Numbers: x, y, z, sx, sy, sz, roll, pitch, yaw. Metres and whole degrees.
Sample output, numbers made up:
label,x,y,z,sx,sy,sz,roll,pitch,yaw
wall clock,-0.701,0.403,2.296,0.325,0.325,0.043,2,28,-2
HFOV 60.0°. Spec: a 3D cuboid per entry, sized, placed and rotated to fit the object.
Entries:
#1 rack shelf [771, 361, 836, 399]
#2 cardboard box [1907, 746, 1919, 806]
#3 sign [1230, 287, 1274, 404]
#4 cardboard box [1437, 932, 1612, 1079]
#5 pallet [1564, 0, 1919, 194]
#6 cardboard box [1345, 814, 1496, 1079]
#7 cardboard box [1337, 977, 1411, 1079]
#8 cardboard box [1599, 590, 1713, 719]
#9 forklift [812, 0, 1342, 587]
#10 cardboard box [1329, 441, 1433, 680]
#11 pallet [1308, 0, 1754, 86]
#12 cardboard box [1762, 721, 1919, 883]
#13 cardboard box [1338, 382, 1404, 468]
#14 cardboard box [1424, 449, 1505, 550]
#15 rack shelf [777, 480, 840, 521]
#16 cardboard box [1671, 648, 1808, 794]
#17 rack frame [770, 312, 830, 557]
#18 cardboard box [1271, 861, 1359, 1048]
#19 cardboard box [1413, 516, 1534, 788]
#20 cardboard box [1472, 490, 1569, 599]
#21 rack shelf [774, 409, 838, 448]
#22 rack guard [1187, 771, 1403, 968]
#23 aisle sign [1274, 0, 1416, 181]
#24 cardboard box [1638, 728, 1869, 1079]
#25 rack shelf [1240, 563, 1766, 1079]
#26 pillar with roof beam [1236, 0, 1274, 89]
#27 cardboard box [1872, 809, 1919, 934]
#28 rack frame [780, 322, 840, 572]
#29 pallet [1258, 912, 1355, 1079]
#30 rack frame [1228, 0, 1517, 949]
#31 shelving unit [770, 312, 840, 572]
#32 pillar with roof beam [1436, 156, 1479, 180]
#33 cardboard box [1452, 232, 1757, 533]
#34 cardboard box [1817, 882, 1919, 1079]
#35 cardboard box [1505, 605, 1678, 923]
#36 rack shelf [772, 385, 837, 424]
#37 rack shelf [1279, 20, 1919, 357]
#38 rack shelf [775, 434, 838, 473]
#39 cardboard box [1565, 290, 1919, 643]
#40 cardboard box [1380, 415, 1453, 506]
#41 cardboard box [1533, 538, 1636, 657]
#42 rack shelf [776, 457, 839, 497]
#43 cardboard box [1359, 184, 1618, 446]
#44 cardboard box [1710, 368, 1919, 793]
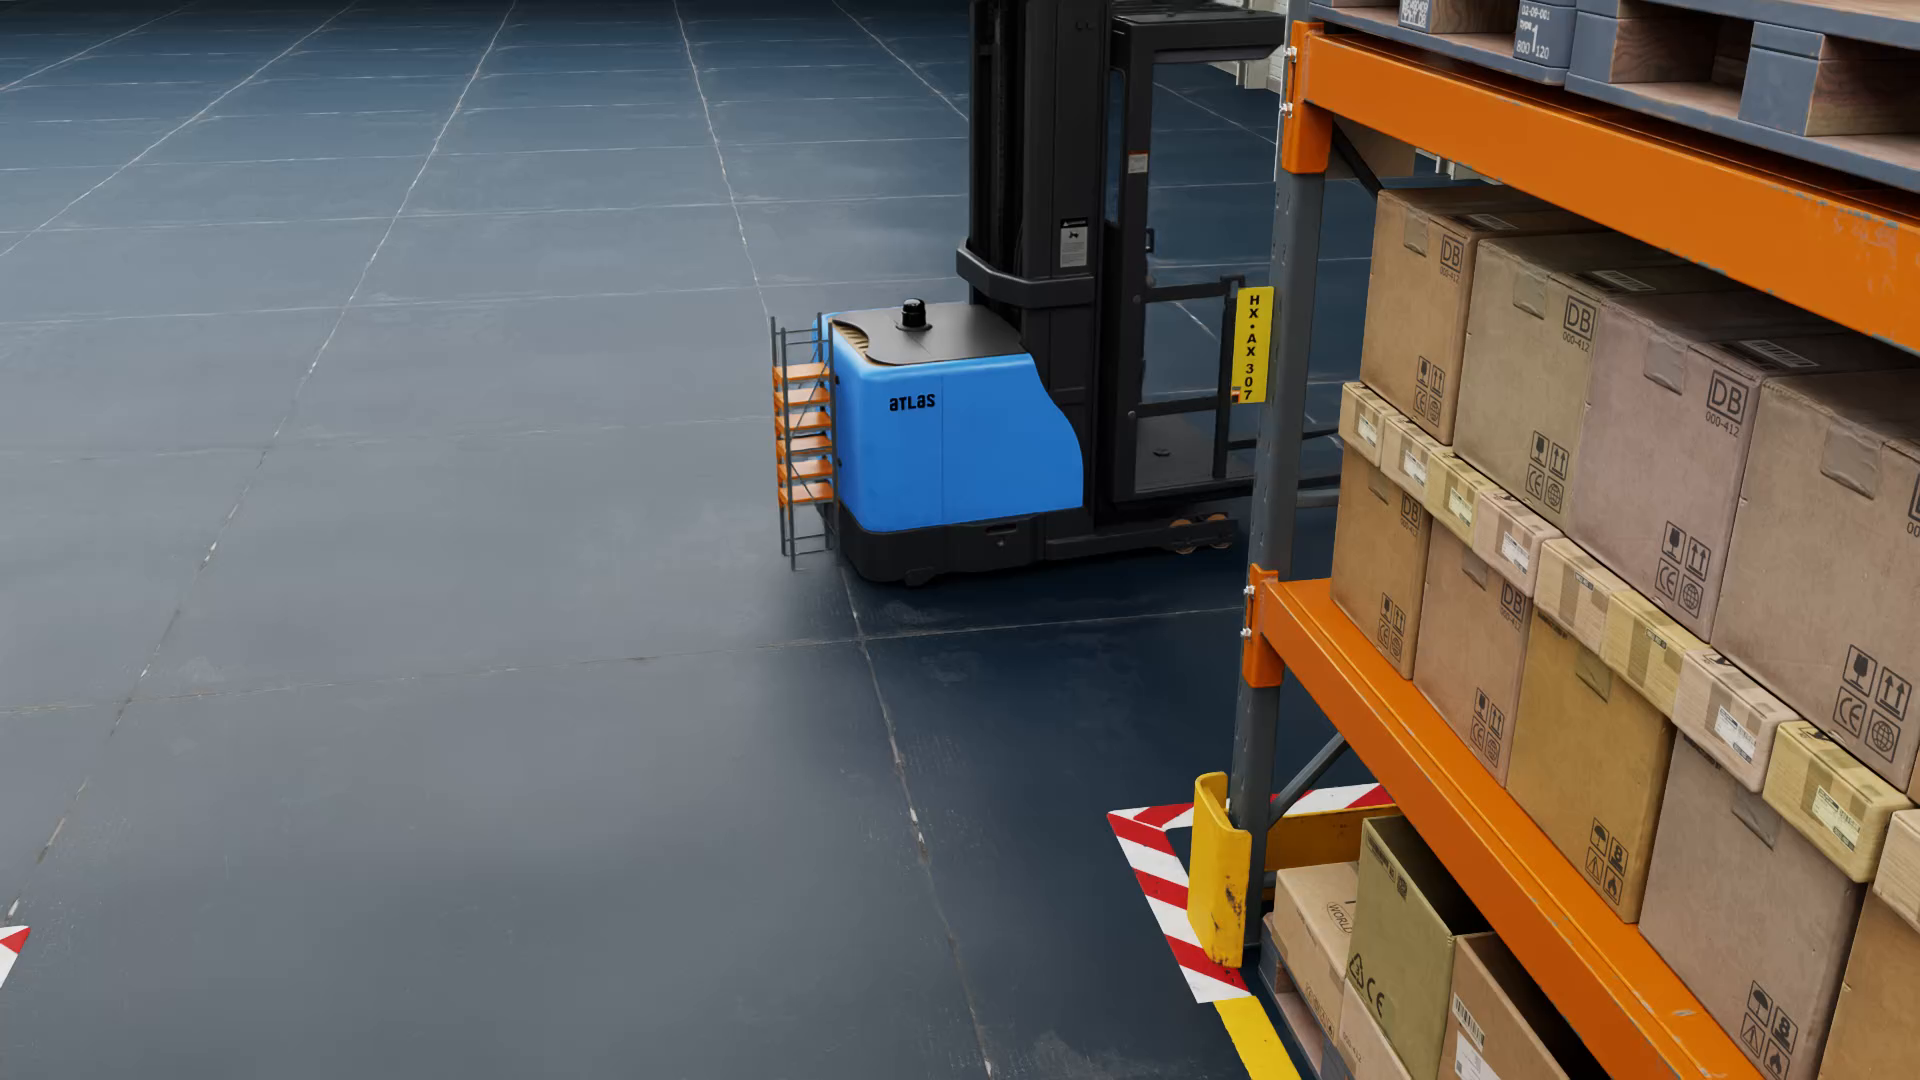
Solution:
label,x,y,z,sx,sy,sz,roll,pitch,yaw
rack shelf,-0.720,-0.739,7.654,0.258,0.103,0.180,-8,25,-18
cardboard box,1.807,0.228,2.234,0.700,0.500,0.500,-4,24,-10
sign,0.796,-0.529,4.534,0.100,0.325,0.005,-4,24,-10
cardboard box,1.422,1.209,3.709,0.500,0.500,0.500,-4,24,-10
pallet,1.676,-0.708,2.487,1.003,0.211,1.213,-4,24,-10
cardboard box,1.317,1.013,4.157,0.500,0.500,0.500,-4,24,-10
cardboard box,1.319,1.356,4.307,0.500,0.250,0.500,-4,24,-10
cardboard box,1.443,0.199,3.112,0.380,0.149,0.250,-5,24,-10
forklift,0.843,-1.466,7.946,3.031,2.935,1.130,-8,25,-17
cardboard box,1.416,0.004,4.369,0.700,0.500,0.500,-4,24,-10
pallet,1.447,-1.189,3.588,1.003,0.211,1.213,-4,24,-10
cardboard box,1.536,0.400,2.650,0.380,0.149,0.250,-4,24,-8
cardboard box,1.203,-0.308,4.272,0.380,0.149,0.250,-4,24,-10
cardboard box,1.299,-0.106,3.809,0.380,0.149,0.250,-4,24,-10
rack shelf,-0.720,-0.189,7.895,0.258,0.103,0.180,-8,25,-18
cardboard box,1.486,0.297,2.887,0.380,0.149,0.250,-4,24,-9
rack frame,-0.751,-0.484,7.859,0.240,1.200,0.006,-8,25,-18
cardboard box,1.223,1.160,4.757,0.500,0.250,0.500,-4,24,-10
cardboard box,1.518,0.210,3.897,0.700,0.500,0.500,-4,24,-8
cardboard box,1.344,-0.007,3.582,0.380,0.149,0.250,-5,24,-11
rack shelf,-0.720,-0.519,7.750,0.258,0.103,0.180,-8,25,-18
rack guard,1.338,1.001,5.333,1.175,0.500,0.348,-4,24,-10
aisle sign,1.029,-1.330,4.298,0.394,0.787,0.004,-4,24,-10
cardboard box,1.705,0.612,2.975,0.700,0.500,0.500,-4,24,-8
rack shelf,1.712,0.981,3.154,1.077,0.370,4.000,-4,24,-10
pillar with roof beam,-0.370,-9.802,19.451,9.100,9.000,0.400,-4,24,-10
cardboard box,1.588,0.505,2.412,0.380,0.149,0.250,-4,24,-8
rack frame,-0.688,-0.415,7.702,0.240,1.200,0.006,-8,25,-18
pallet,1.525,1.440,4.688,1.003,0.211,1.213,-4,24,-10
rack frame,1.342,-0.135,4.811,1.000,3.000,0.127,-4,24,-10
shelving unit,-0.720,-0.450,7.781,0.258,1.200,0.189,-8,25,-18
pillar with roof beam,0.739,-7.442,14.047,9.100,9.000,0.400,-4,24,-10
cardboard box,1.528,-0.364,3.589,0.700,0.500,0.500,-5,24,-11
cardboard box,1.801,0.814,2.514,0.700,0.500,0.500,-4,24,-9
cardboard box,1.604,0.406,3.448,0.700,0.500,0.500,-4,24,-9
rack shelf,-0.720,-0.629,7.702,0.258,0.103,0.180,-8,25,-18
rack shelf,1.712,-0.393,2.554,1.077,0.370,4.000,-4,24,-10
rack shelf,-0.720,-0.409,7.799,0.258,0.103,0.180,-8,25,-18
cardboard box,1.622,-0.165,3.135,0.700,0.500,0.500,-4,24,-10
cardboard box,1.255,-0.204,4.034,0.380,0.149,0.250,-5,24,-11
cardboard box,1.396,0.098,3.342,0.380,0.149,0.250,-5,24,-12
rack shelf,-0.720,-0.299,7.847,0.258,0.103,0.180,-8,25,-18
cardboard box,1.426,-0.570,4.061,0.700,0.500,0.500,-4,24,-10
cardboard box,1.715,0.032,2.684,0.700,0.500,0.500,-4,24,-10
